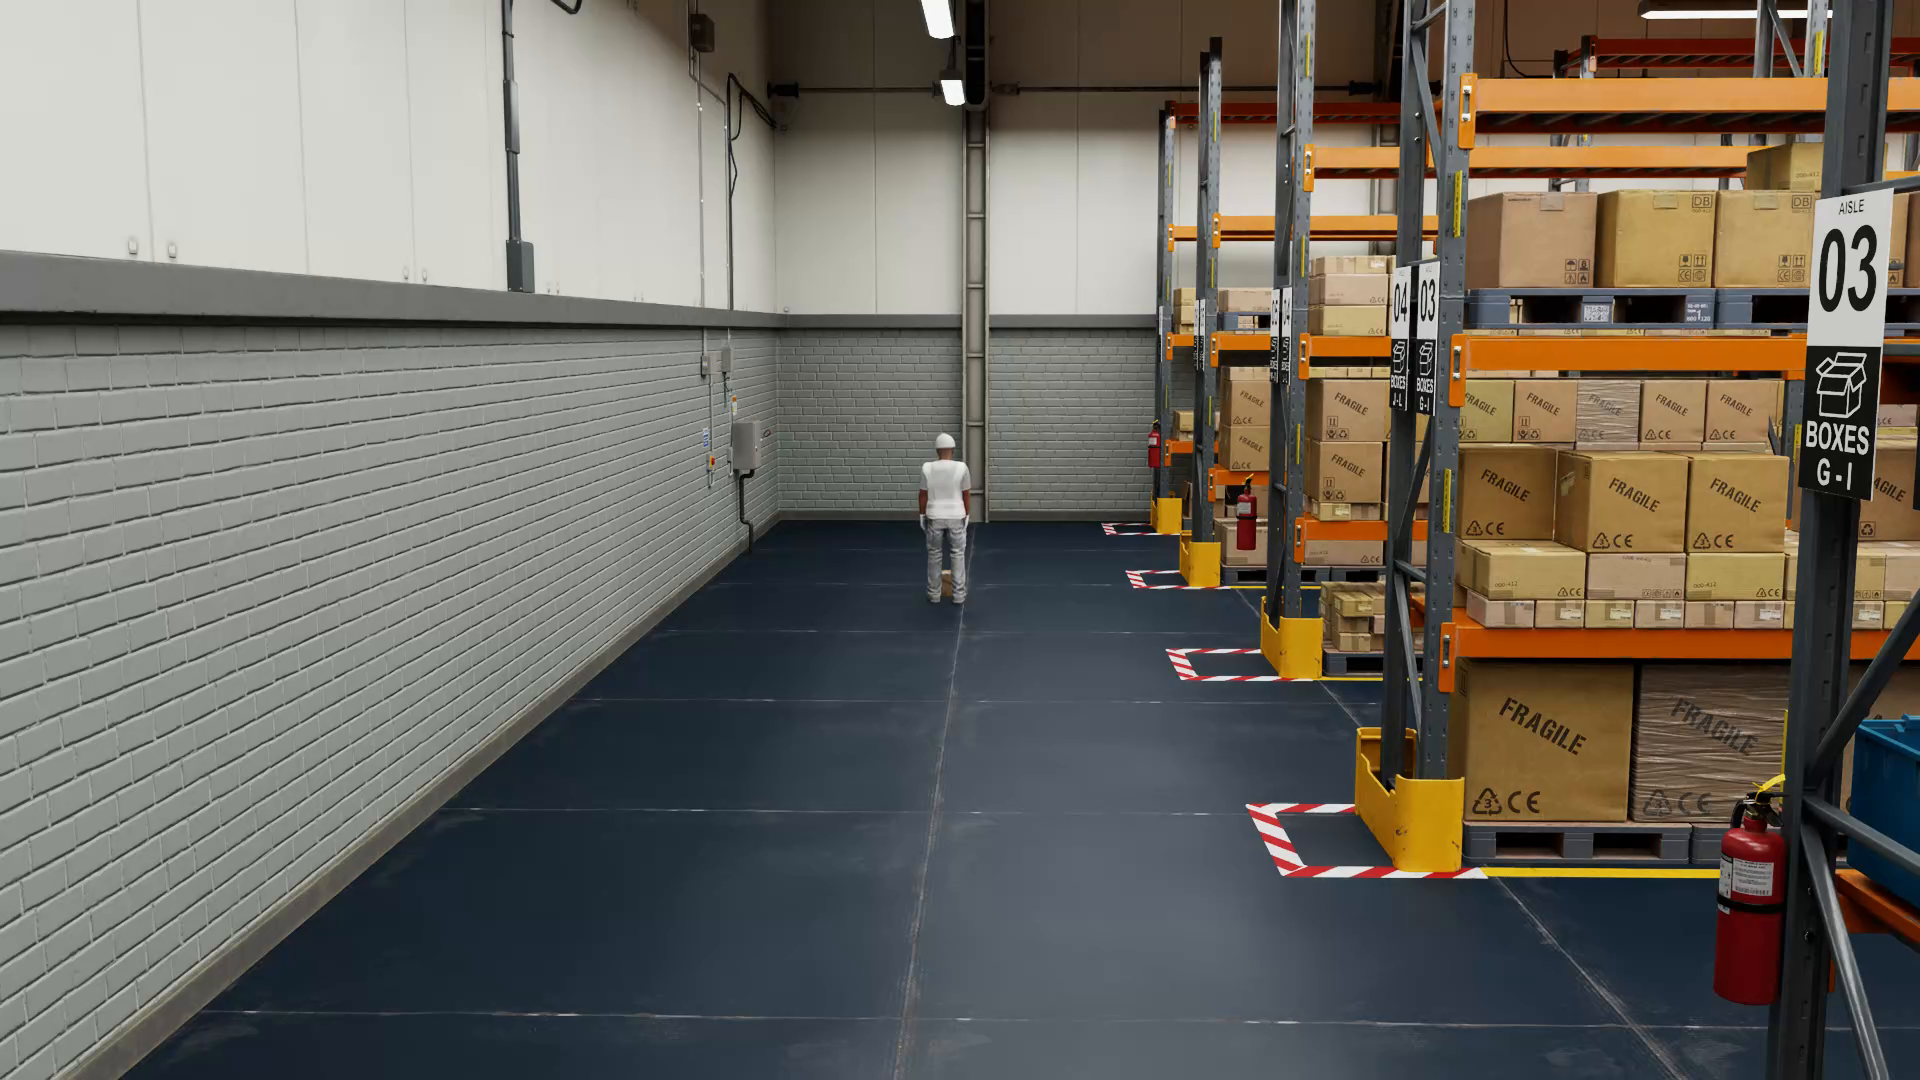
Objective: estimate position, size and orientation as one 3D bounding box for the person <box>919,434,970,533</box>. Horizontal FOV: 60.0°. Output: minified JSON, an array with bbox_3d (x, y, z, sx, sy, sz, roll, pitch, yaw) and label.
[{"bbox_3d":[-0.161,-0.582,17.469,0.543,1.061,0.349,0,7,2],"label":"person"}]
